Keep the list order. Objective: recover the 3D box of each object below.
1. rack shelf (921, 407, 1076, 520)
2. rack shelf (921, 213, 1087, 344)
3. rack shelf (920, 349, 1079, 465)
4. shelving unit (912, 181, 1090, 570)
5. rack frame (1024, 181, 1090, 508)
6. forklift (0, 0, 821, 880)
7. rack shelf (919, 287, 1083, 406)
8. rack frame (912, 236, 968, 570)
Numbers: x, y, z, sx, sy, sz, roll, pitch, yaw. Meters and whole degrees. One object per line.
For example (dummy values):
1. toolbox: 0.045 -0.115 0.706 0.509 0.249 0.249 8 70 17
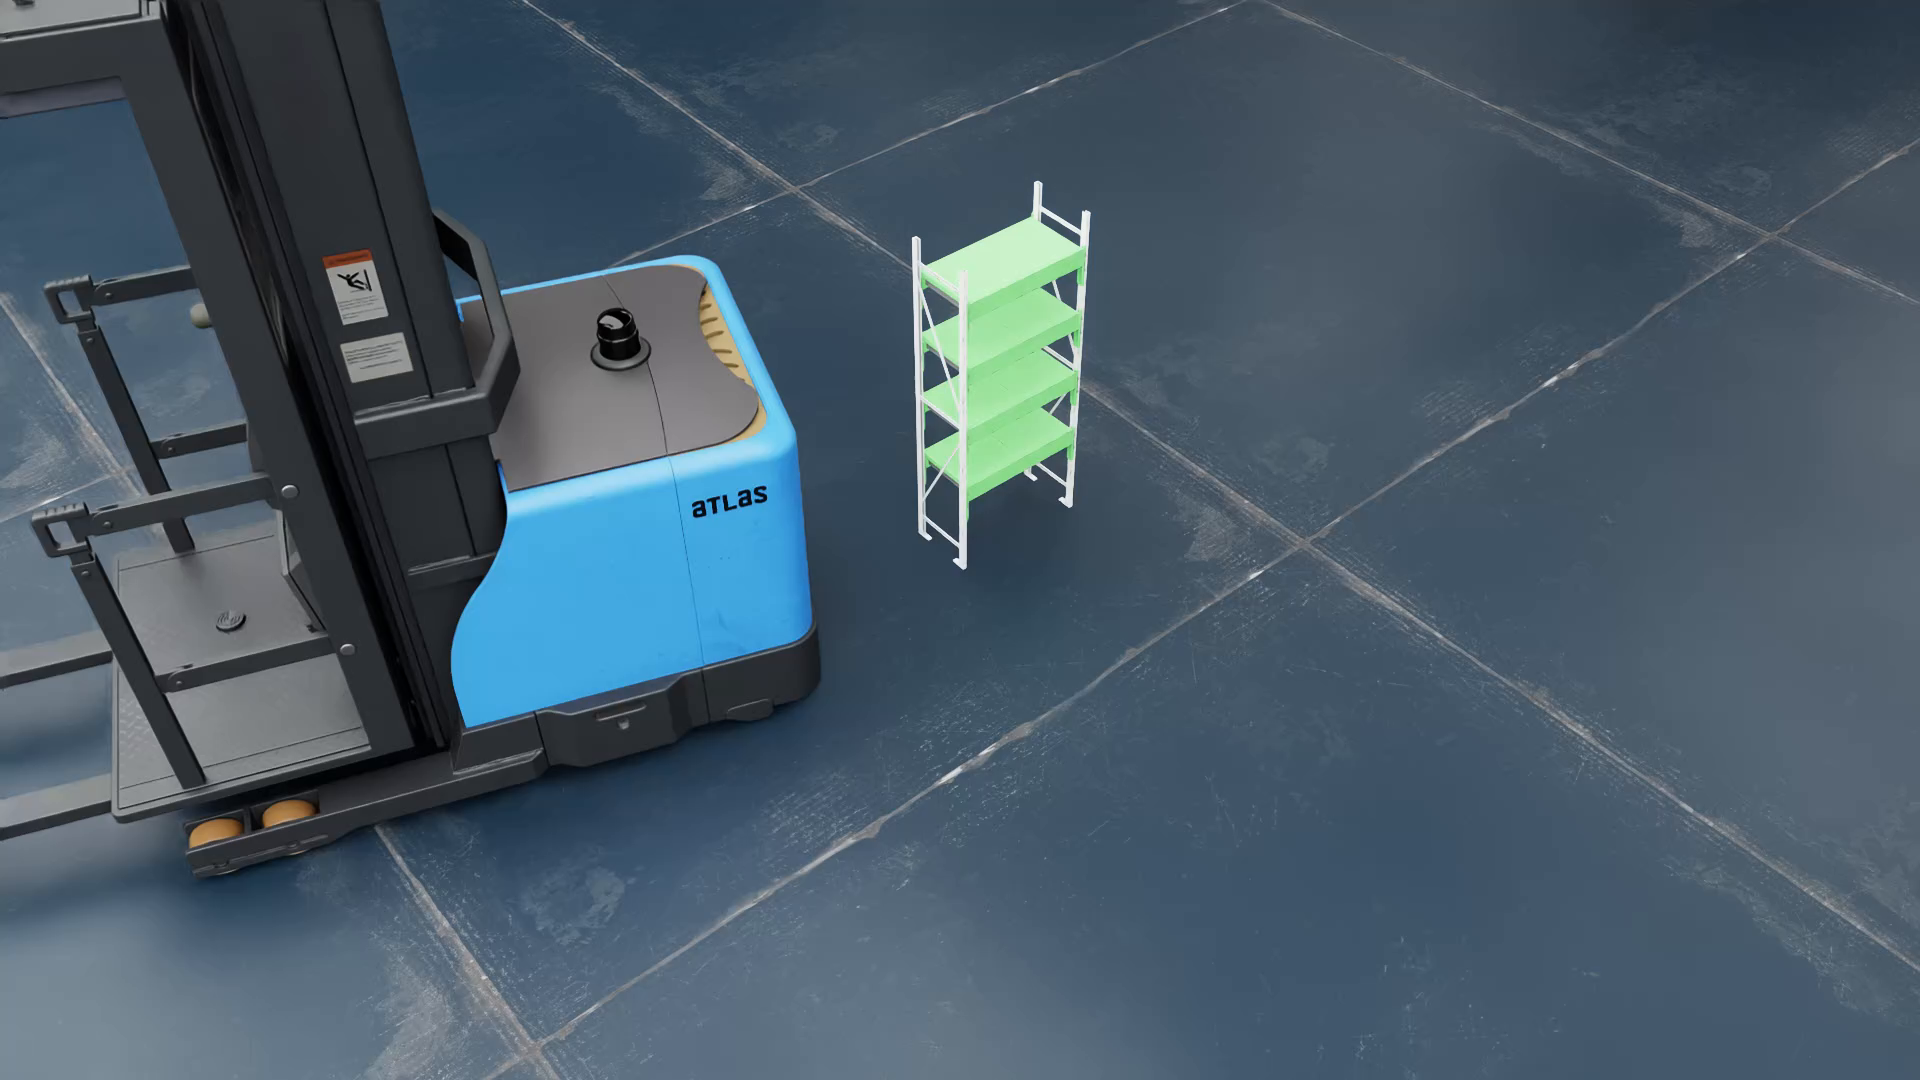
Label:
1. rack shelf: 0.127 -0.289 5.625 0.480 0.148 0.258 -30 51 -28
2. rack shelf: 0.127 -0.813 5.132 0.480 0.148 0.258 -30 51 -28
3. rack shelf: 0.127 -0.463 5.460 0.480 0.148 0.258 -30 51 -28
4. shelving unit: 0.127 -0.510 5.417 0.503 1.200 0.258 -30 51 -28
5. rack frame: 0.314 -0.617 5.531 0.015 1.200 0.240 -30 51 -28
6. forklift: -2.005 -0.527 4.170 3.031 2.935 1.130 -14 45 -15
7. rack shelf: 0.127 -0.638 5.296 0.480 0.148 0.258 -30 51 -28
8. rack frame: -0.060 -0.403 5.303 0.015 1.200 0.240 -30 51 -28
